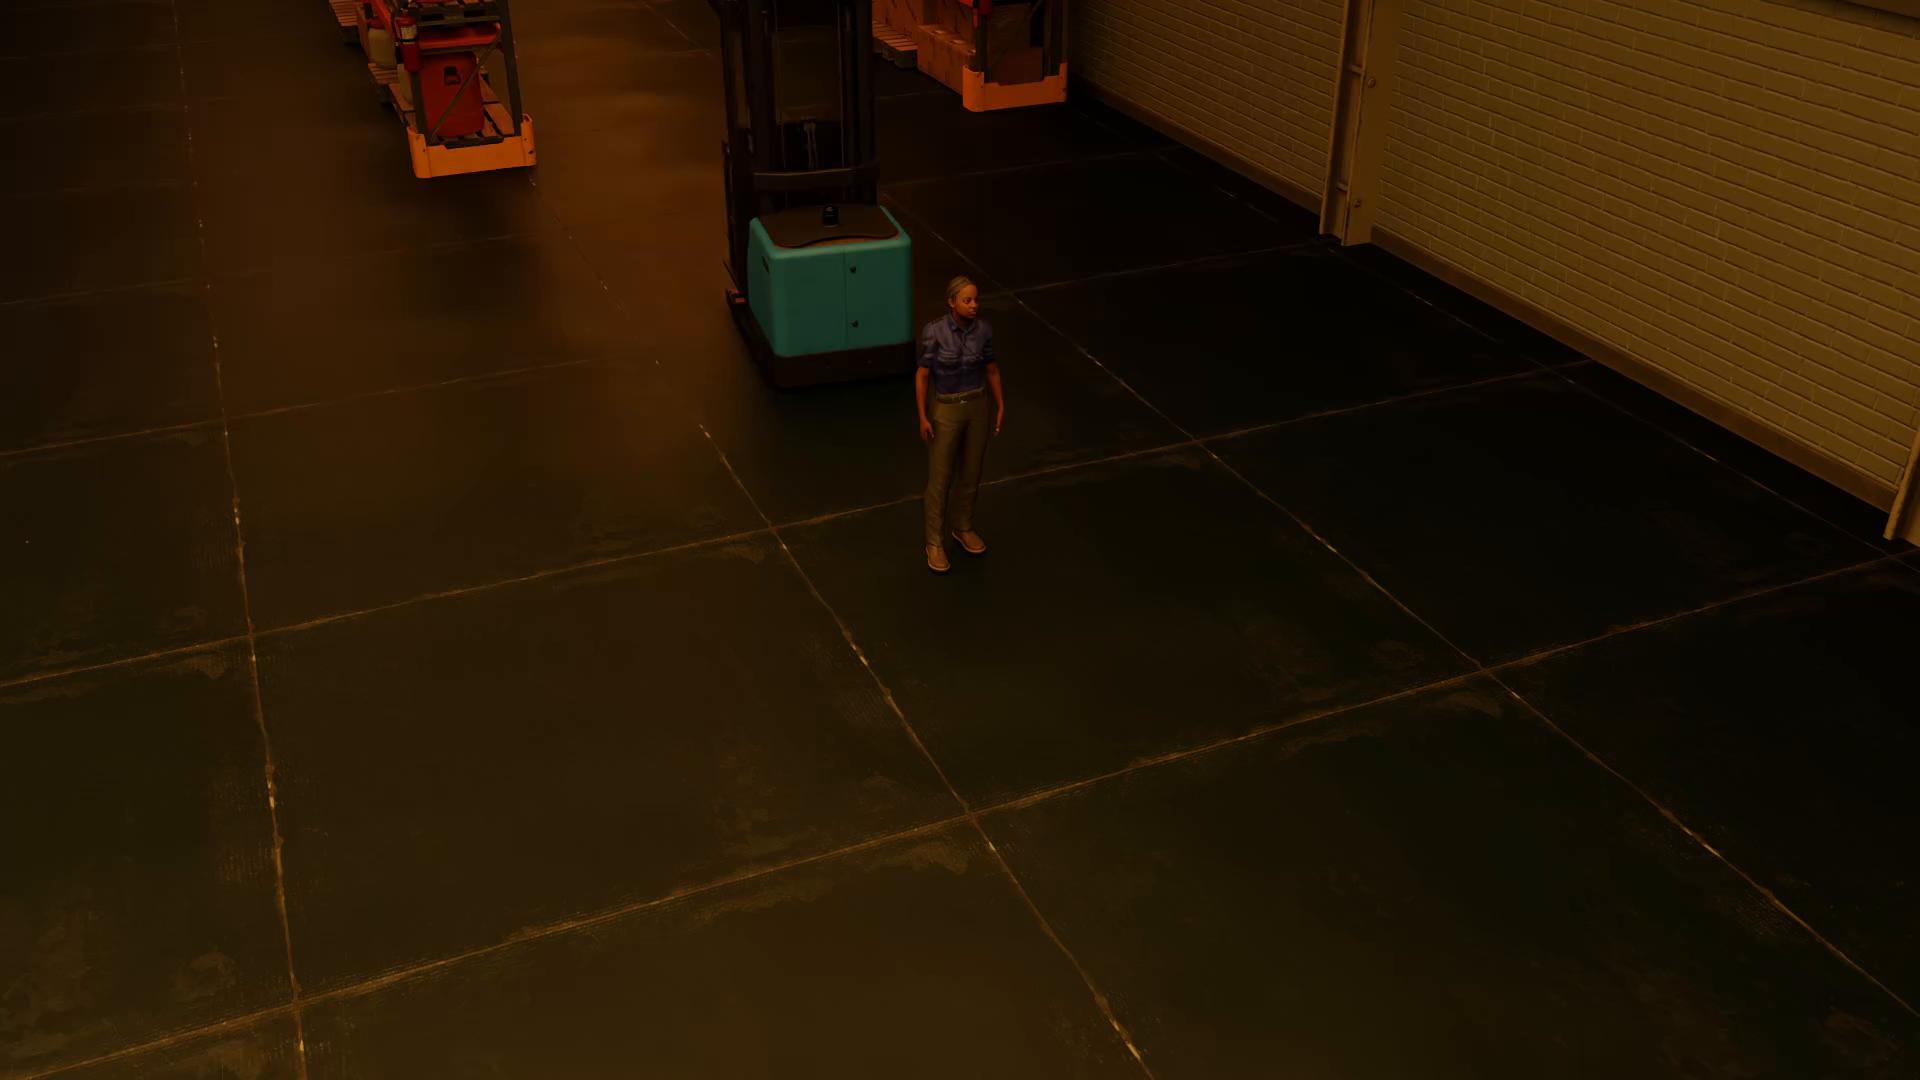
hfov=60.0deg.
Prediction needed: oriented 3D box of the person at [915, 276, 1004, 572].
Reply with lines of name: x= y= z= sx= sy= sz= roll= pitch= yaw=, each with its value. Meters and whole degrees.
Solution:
person: x=0.017 y=-0.681 z=9.581 sx=0.569 sy=1.656 sz=0.503 roll=-12 pitch=32 yaw=-20

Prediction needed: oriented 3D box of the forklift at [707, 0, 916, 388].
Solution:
forklift: x=-1.237 y=-3.070 z=12.489 sx=1.130 sy=2.935 sz=3.031 roll=-9 pitch=31 yaw=-15
